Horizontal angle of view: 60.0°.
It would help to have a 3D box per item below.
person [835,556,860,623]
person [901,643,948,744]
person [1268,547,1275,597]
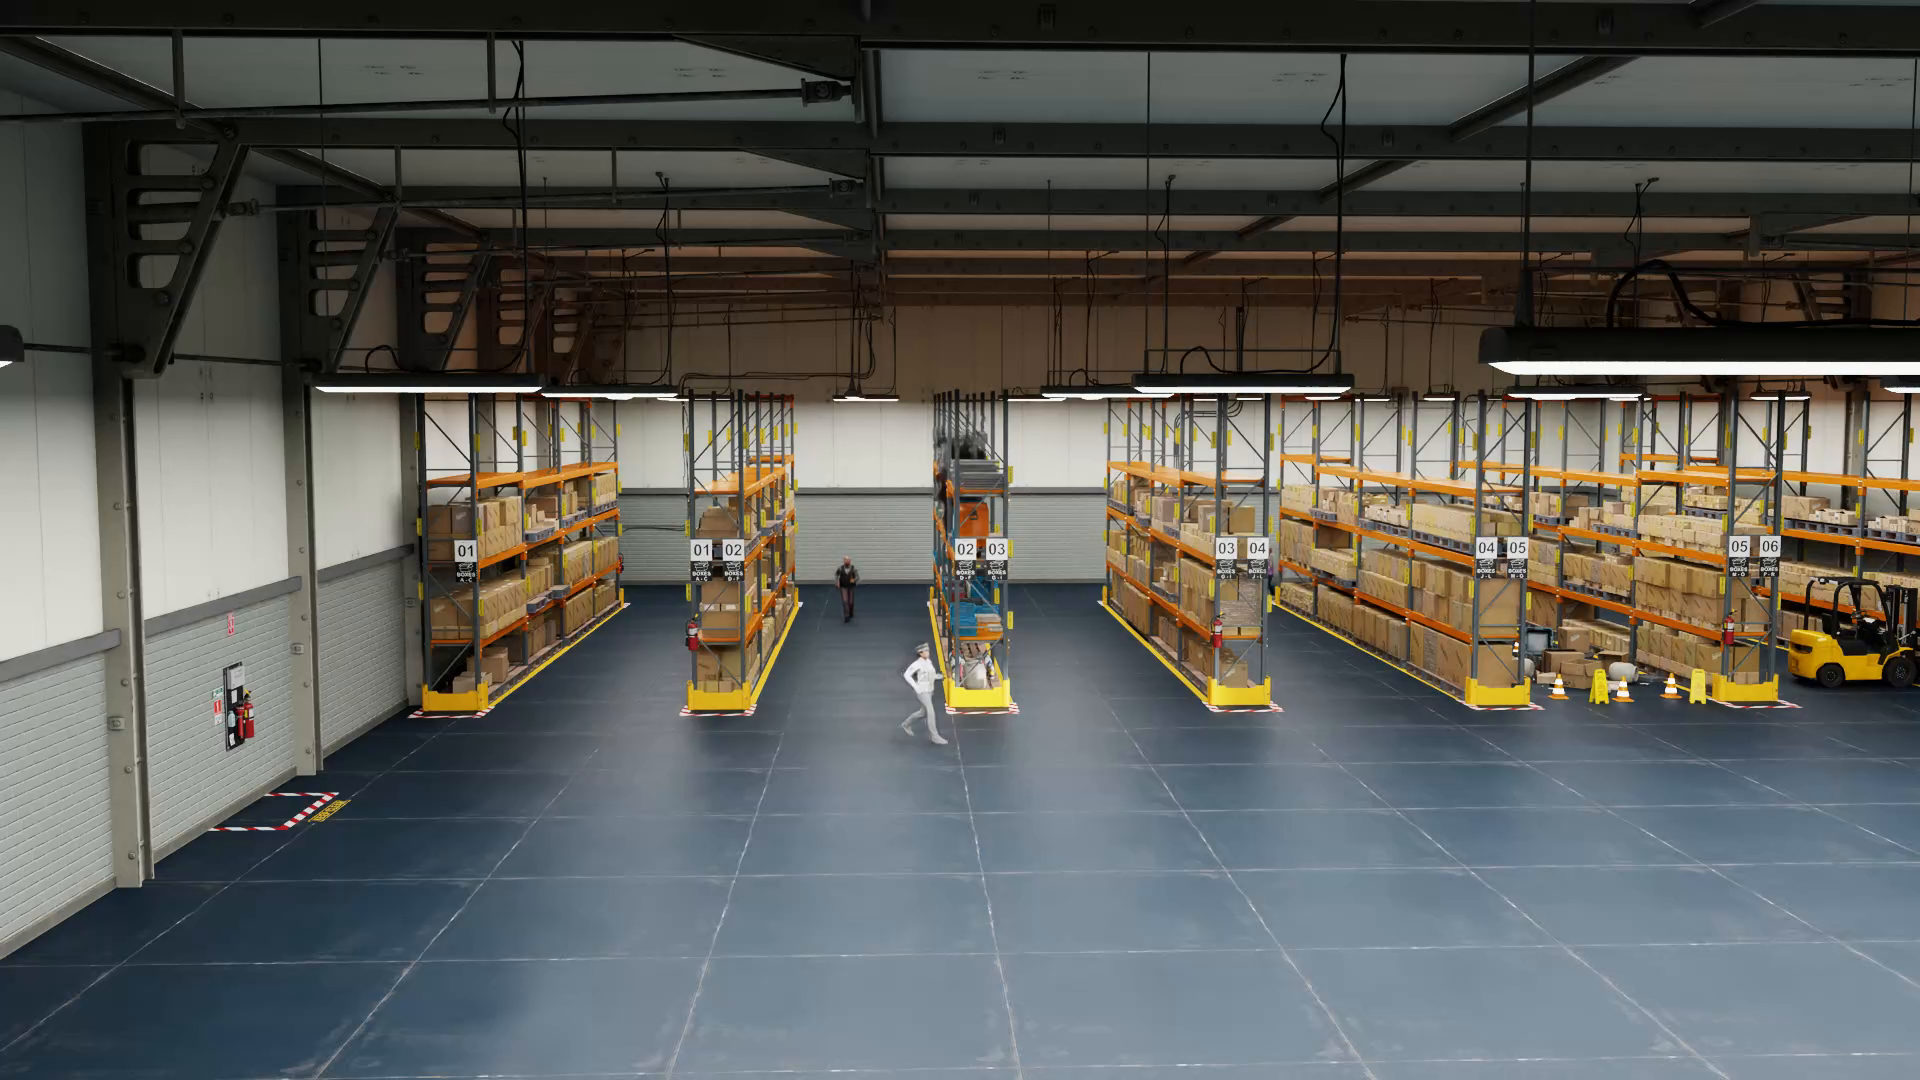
[{"bbox_3d":[-2.975,1.376,43.927,0.664,1.543,0.805,0,5,-5],"label":"person"},{"bbox_3d":[-0.609,2.567,28.082,0.941,1.678,0.613,2,5,27],"label":"person"},{"bbox_3d":[9.082,0.952,48.945,0.603,1.517,0.653,-1,5,-15],"label":"person"}]
